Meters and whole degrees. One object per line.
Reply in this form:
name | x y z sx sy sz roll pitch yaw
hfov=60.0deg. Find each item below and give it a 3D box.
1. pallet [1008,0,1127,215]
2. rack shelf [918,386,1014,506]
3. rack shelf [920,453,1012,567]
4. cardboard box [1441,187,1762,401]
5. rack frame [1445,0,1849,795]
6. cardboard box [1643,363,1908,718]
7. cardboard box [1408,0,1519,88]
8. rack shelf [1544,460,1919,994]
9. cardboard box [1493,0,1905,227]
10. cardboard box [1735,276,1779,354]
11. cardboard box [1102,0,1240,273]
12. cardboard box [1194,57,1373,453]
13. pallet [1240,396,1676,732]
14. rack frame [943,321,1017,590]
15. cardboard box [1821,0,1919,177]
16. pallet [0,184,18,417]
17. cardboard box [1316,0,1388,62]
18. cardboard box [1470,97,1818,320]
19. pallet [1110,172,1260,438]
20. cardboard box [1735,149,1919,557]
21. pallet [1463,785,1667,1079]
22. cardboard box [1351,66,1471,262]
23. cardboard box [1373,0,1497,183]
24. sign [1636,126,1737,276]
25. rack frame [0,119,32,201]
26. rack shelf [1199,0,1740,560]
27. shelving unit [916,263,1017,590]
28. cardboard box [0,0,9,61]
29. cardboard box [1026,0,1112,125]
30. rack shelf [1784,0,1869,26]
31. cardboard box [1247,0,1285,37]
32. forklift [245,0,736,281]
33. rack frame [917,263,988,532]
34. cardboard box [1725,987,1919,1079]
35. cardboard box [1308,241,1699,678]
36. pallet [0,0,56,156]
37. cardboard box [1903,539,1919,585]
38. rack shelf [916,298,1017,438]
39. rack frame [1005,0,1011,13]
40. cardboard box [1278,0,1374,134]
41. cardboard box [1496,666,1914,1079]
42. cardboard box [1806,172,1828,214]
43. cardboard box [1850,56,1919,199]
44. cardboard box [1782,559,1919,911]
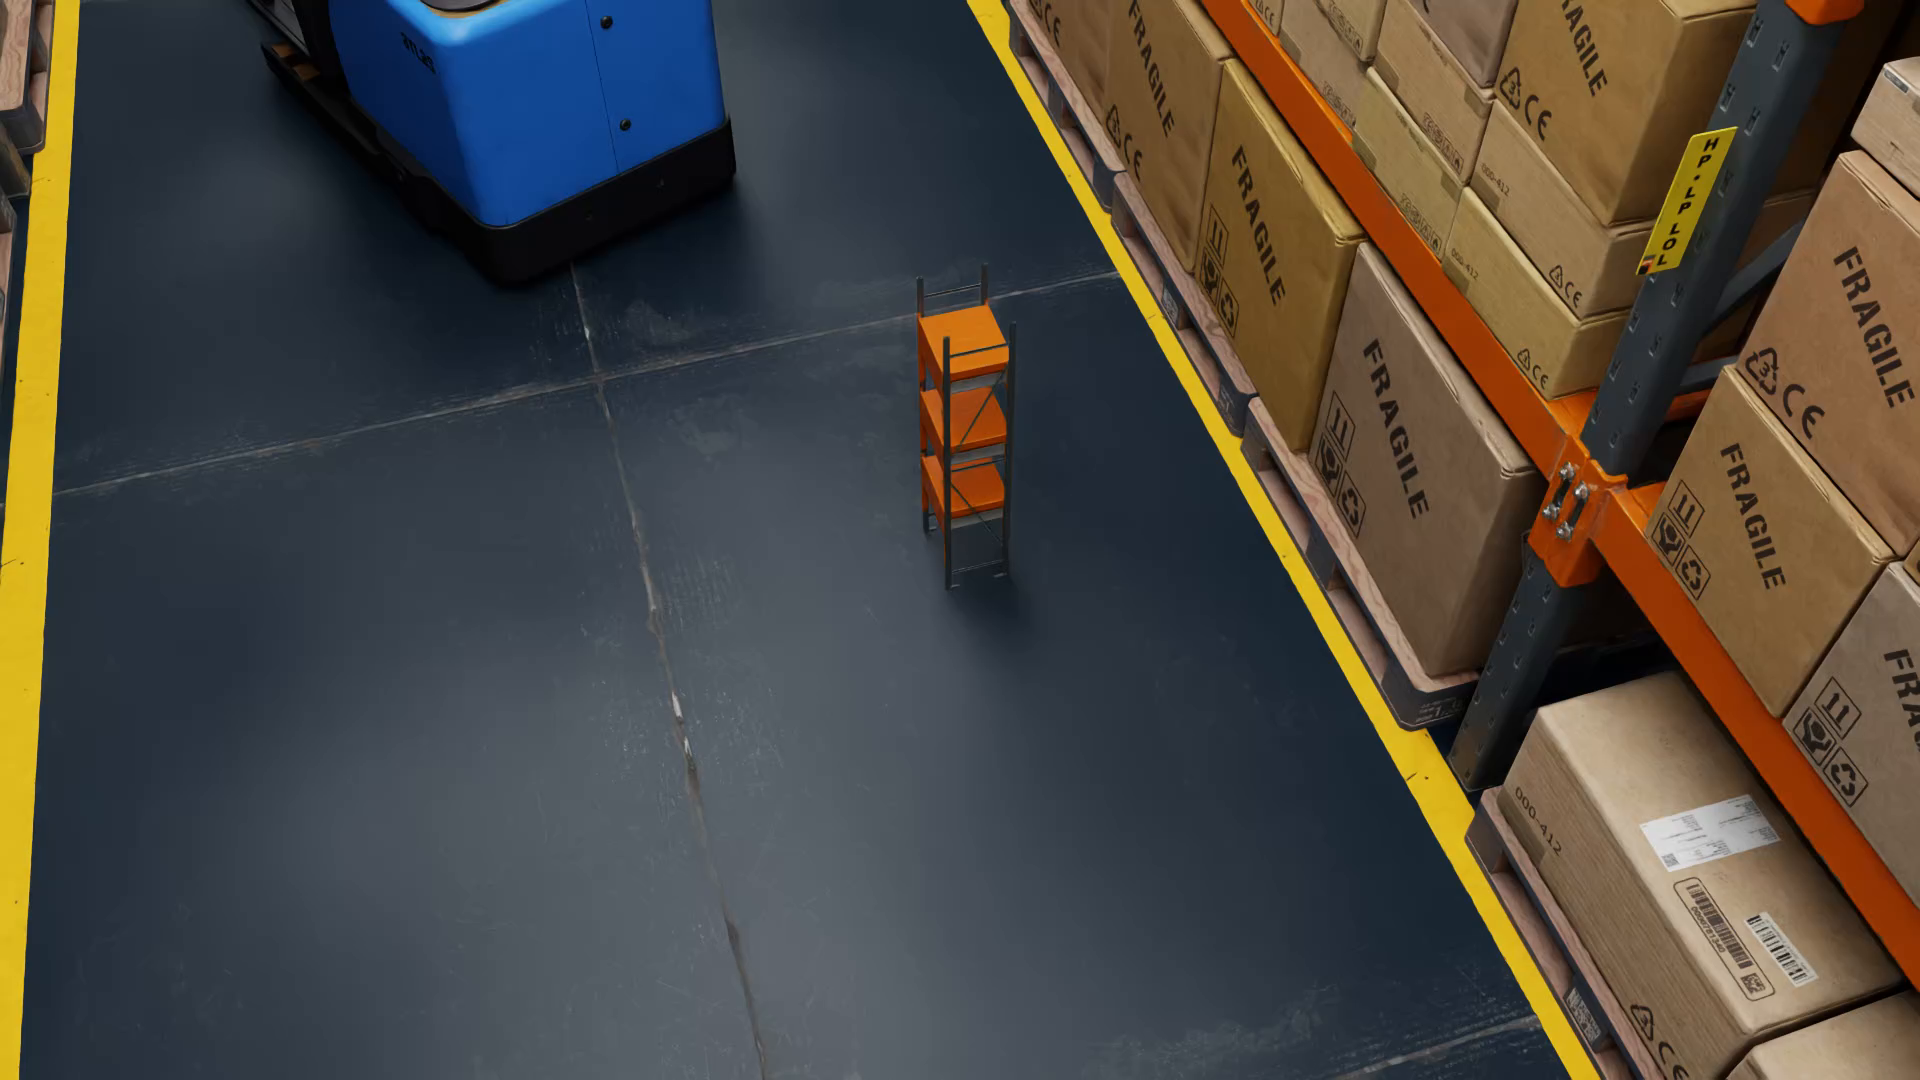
pallet | 0.853 -1.842 6.665 1.003 0.211 1.213 -13 51 -11
rack shelf | 0.016 -0.292 4.824 0.215 0.259 0.240 -13 51 -11
rack shelf | 0.016 -0.113 5.036 0.215 0.259 0.240 -13 51 -11
cardboard box | 1.502 -0.634 3.921 0.500 0.250 0.500 -14 51 -12
rack frame | 1.875 -0.412 3.635 1.000 3.000 0.127 -13 51 -11
cardboard box | 1.764 -0.042 3.258 0.500 0.500 0.500 -12 51 -10
cardboard box | 1.343 -1.412 3.759 0.500 0.500 0.500 -12 51 -10
rack shelf | 2.467 1.281 2.679 1.077 0.370 4.000 -13 51 -11
cardboard box | 1.503 -1.036 3.442 0.500 0.500 0.500 -12 51 -10
cardboard box | 1.997 -0.745 4.014 0.500 0.250 0.500 -14 51 -12
cardboard box | 1.077 -1.608 5.759 0.875 0.875 0.875 -13 51 -11
cardboard box | 1.341 -0.955 5.208 0.875 0.875 0.875 -12 51 -10
pallet | 1.575 -0.060 5.162 1.003 0.211 1.213 -13 51 -11
rack frame | 0.052 -0.210 4.741 0.200 1.050 0.008 -13 51 -11
cardboard box | 2.020 -1.153 3.541 0.500 0.500 0.500 -13 51 -11
pallet | -3.864 -0.756 5.749 1.003 0.211 1.213 -13 51 -11
cardboard box | 1.199 -1.532 4.351 0.500 0.250 0.500 -12 51 -10
cardboard box | 1.513 -0.792 3.727 0.500 0.250 0.500 -13 51 -11
pallet | 1.211 -0.952 5.915 1.003 0.211 1.213 -13 51 -11
cardboard box | 1.785 -0.364 2.876 0.500 0.500 0.500 -13 51 -11
pallet | 2.025 1.060 4.218 1.003 0.211 1.213 -13 51 -11
cardboard box | 1.352 -1.007 4.235 0.500 0.250 0.500 -14 51 -11
cardboard box | 1.358 -1.155 4.033 0.500 0.250 0.500 -12 51 -10
sign | 1.360 -0.630 3.114 0.100 0.325 0.005 -13 51 -11
rack frame | -4.048 -2.208 5.150 1.000 3.000 0.127 -13 51 -11
rack shelf | 1.284 -1.641 5.142 1.077 0.370 4.000 -13 51 -11
shelving unit | 0.016 -0.299 4.816 0.215 1.050 0.252 -13 51 -11
cardboard box | -4.220 -2.037 6.284 0.875 0.625 0.625 -12 51 -10
cardboard box | 0.817 -2.261 6.309 0.875 0.875 0.875 -14 51 -11
rack shelf | 2.467 0.314 1.532 1.077 0.370 4.000 -13 51 -11
cardboard box | 1.064 -1.756 4.866 0.500 0.250 0.500 -13 51 -11
forklift | -2.187 -2.930 5.803 1.130 2.935 3.031 -33 57 -25
rack frame | -0.020 -0.388 4.891 0.200 1.050 0.008 -13 51 -11
cardboard box | 2.224 1.415 3.496 0.875 0.438 0.875 -15 51 -12
cardboard box | 1.615 -0.297 4.654 0.875 0.875 0.875 -12 51 -10
pallet | -4.254 -1.920 6.730 1.003 0.211 1.213 -13 51 -11
cardboard box | 1.928 0.006 2.563 0.500 0.500 0.500 -14 51 -11
rack shelf | 0.016 -0.475 4.607 0.215 0.259 0.240 -13 51 -11
rack frame | 0.692 -3.333 6.098 1.000 3.000 0.127 -13 51 -11
cardboard box | 1.221 -1.379 4.549 0.500 0.250 0.500 -15 51 -12
cardboard box | 1.958 0.761 4.047 0.875 0.438 0.875 -14 51 -12
cardboard box | 2.015 -0.910 3.826 0.500 0.250 0.500 -15 51 -12
cardboard box | 1.721 -0.686 2.723 0.380 0.149 0.250 -14 51 -12
cardboard box | 1.909 0.326 2.948 0.500 0.500 0.500 -13 51 -11
